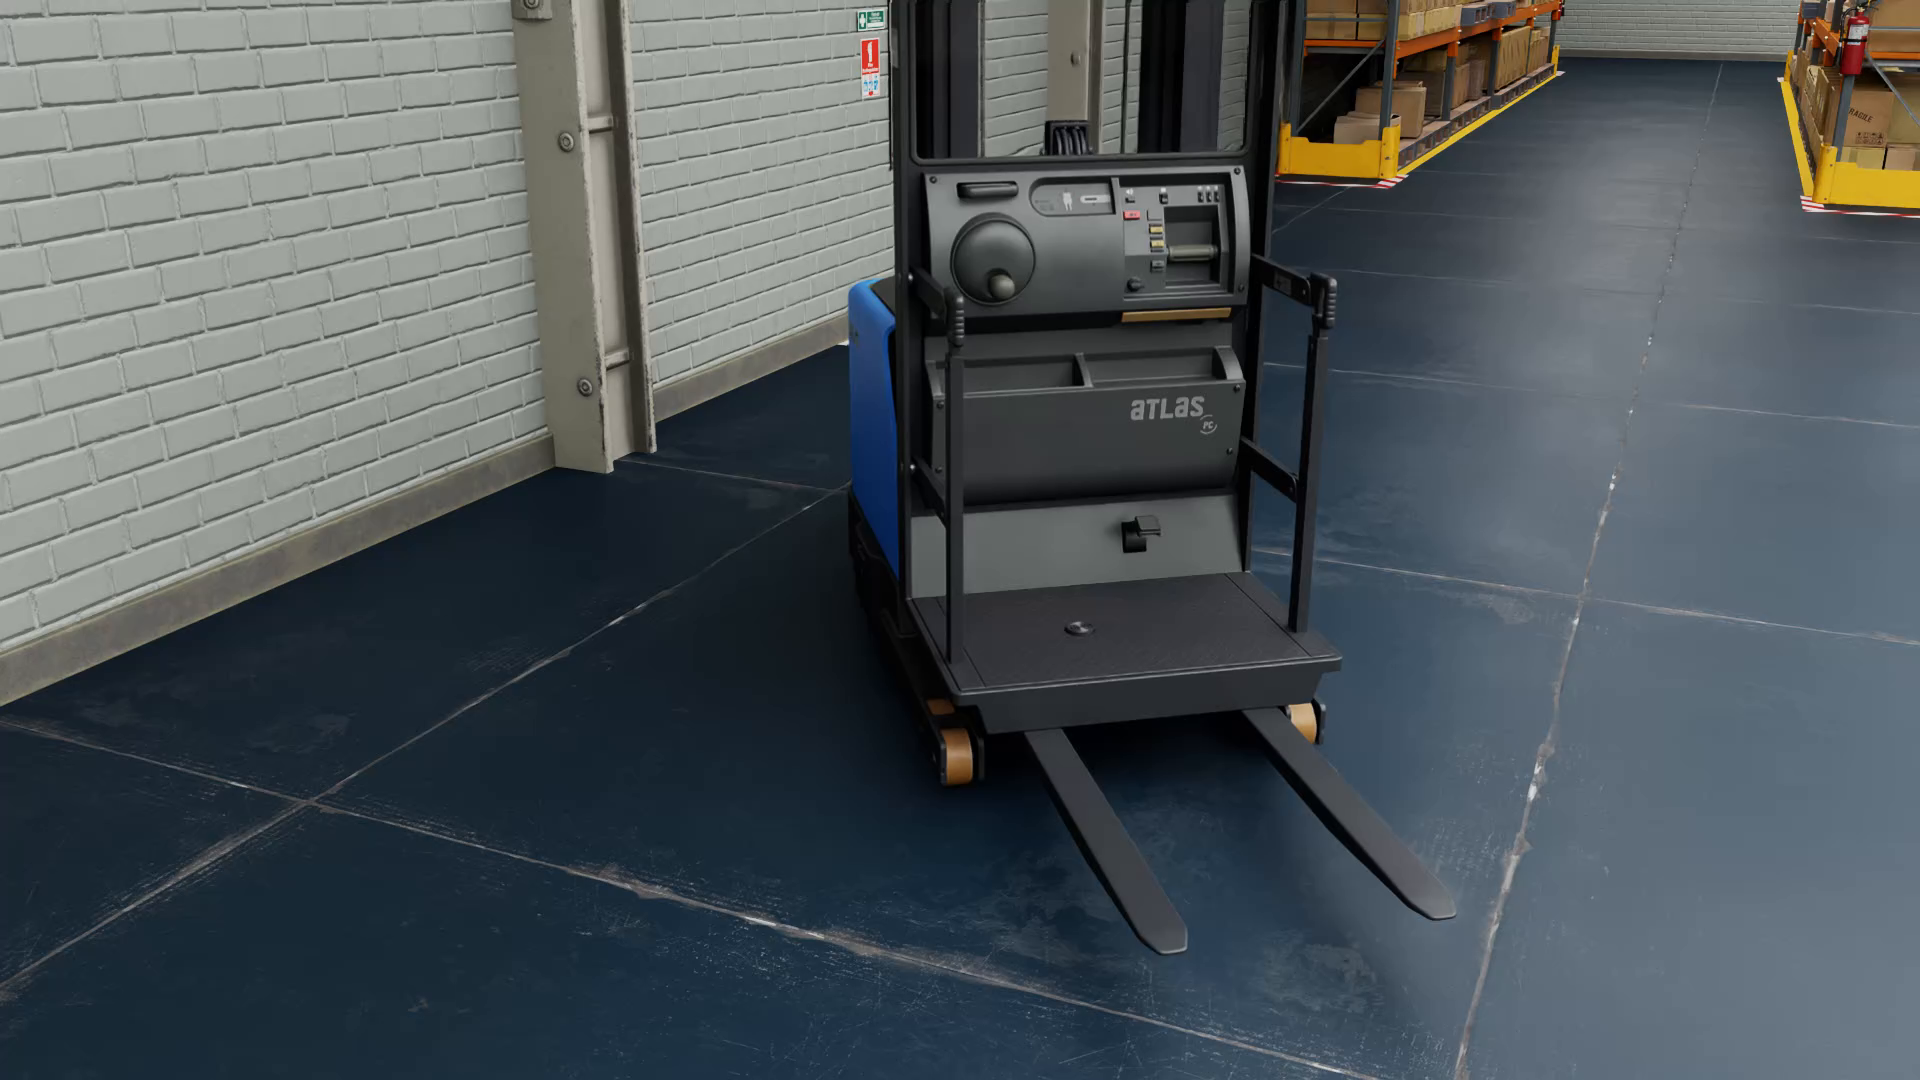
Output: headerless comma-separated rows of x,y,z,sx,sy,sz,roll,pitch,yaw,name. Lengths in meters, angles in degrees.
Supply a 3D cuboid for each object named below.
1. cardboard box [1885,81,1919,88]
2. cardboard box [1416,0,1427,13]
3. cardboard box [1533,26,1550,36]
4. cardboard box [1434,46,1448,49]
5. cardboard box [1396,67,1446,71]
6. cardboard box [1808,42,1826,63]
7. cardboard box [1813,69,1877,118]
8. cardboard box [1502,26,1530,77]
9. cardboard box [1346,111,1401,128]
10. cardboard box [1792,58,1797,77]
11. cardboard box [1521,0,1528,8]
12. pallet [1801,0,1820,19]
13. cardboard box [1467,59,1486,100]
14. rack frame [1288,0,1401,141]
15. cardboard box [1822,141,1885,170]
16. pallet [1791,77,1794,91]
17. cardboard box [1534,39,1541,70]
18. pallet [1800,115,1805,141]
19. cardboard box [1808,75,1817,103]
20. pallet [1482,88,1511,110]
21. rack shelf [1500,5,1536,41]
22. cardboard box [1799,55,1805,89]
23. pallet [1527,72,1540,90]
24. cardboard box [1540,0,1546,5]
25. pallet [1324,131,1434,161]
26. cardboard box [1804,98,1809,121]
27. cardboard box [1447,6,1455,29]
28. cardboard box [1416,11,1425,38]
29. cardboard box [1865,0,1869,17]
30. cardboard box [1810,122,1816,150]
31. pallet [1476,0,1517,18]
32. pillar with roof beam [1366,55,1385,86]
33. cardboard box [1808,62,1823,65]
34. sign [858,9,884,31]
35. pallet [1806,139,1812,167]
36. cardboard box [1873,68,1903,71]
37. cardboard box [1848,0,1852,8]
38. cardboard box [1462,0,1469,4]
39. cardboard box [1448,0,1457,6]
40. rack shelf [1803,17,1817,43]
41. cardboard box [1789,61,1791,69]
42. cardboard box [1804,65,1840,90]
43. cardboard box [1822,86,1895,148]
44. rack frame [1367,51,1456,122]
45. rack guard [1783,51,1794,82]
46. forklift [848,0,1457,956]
9.148,-4.140,15.990,0.500,0.500,0.500,9,21,23,cardboard box
4.490,-5.668,17.004,0.500,0.500,0.500,9,21,23,cardboard box
10.279,-9.046,29.565,0.380,0.149,0.250,8,21,22,cardboard box
6.120,-6.249,21.518,0.500,0.250,0.500,8,21,21,cardboard box
5.899,-5.766,21.279,0.700,0.500,0.500,8,21,22,cardboard box
11.794,-6.607,22.525,0.500,0.250,0.500,9,22,25,cardboard box
9.294,-4.669,17.477,0.500,0.500,0.500,9,21,23,cardboard box
8.575,-7.758,26.389,0.750,0.750,0.750,9,21,23,cardboard box
4.408,-4.435,17.820,0.500,0.311,0.500,11,22,27,cardboard box
13.525,-7.494,26.420,0.500,0.311,0.500,9,21,23,cardboard box
8.559,-8.296,25.666,0.380,0.149,0.250,9,21,23,cardboard box
11.819,-7.015,22.003,1.213,0.211,1.003,9,21,23,pallet
6.837,-6.369,22.976,0.700,0.500,0.500,9,21,23,cardboard box
3.809,-5.121,16.393,1.000,3.000,0.127,9,21,23,rack frame
8.280,-3.550,15.450,0.500,0.250,0.500,9,21,23,cardboard box
14.024,-7.381,26.909,1.003,0.211,1.213,9,21,23,pallet
9.543,-8.334,28.530,0.700,0.500,0.500,9,22,24,cardboard box
10.732,-4.957,20.091,1.003,0.211,1.213,9,21,23,pallet
10.286,-5.307,19.556,0.500,0.311,0.500,8,21,23,cardboard box
7.476,-6.484,24.385,1.003,0.211,1.213,9,21,23,pallet
7.904,-7.839,25.109,1.077,0.370,4.000,9,21,23,rack shelf
12.615,-6.862,24.360,0.500,0.500,0.500,9,21,23,cardboard box
9.105,-7.698,27.798,1.003,0.211,1.213,9,21,23,pallet
9.264,-9.317,27.743,0.980,0.700,0.700,8,21,21,cardboard box
4.706,-4.446,18.655,1.003,0.211,1.213,9,21,23,pallet
10.500,-5.201,20.093,0.500,0.250,0.500,9,21,24,cardboard box
5.318,-5.945,18.904,0.500,0.250,0.500,9,21,23,cardboard box
4.498,-5.326,17.163,0.500,0.250,0.500,8,21,21,cardboard box
8.952,-4.943,15.742,0.700,0.500,0.500,9,21,23,cardboard box
9.082,-4.164,17.176,0.500,0.250,0.500,9,21,23,cardboard box
6.890,-7.244,22.648,1.213,0.211,1.003,9,21,23,pallet
9.691,-9.524,19.820,9.100,9.000,0.400,9,21,23,pillar with roof beam
11.774,-6.236,22.601,0.500,0.500,0.500,9,22,25,cardboard box
-0.508,-2.982,9.532,0.001,0.109,0.331,9,21,23,sign
9.604,-4.114,17.723,1.003,0.211,1.213,9,21,23,pallet
11.409,-5.701,20.663,0.500,0.311,0.500,8,21,22,cardboard box
10.933,-6.420,19.896,0.500,0.500,0.500,7,21,20,cardboard box
5.922,-6.919,20.643,0.700,0.500,0.500,11,22,28,cardboard box
5.336,-6.296,18.770,0.500,0.500,0.500,8,21,22,cardboard box
12.425,-7.161,23.201,1.077,0.370,4.000,9,21,23,rack shelf
14.396,-8.117,28.415,0.380,0.149,0.250,9,21,23,cardboard box
11.123,-5.935,21.321,0.500,0.311,0.500,9,22,25,cardboard box
8.278,-3.903,15.325,0.500,0.500,0.500,9,21,23,cardboard box
5.447,-6.344,19.831,1.000,3.000,0.127,9,21,23,rack frame
14.850,-8.133,28.592,1.175,0.500,0.348,9,21,23,rack guard
0.411,-0.841,4.458,1.130,2.935,3.031,-4,20,-12,forklift
